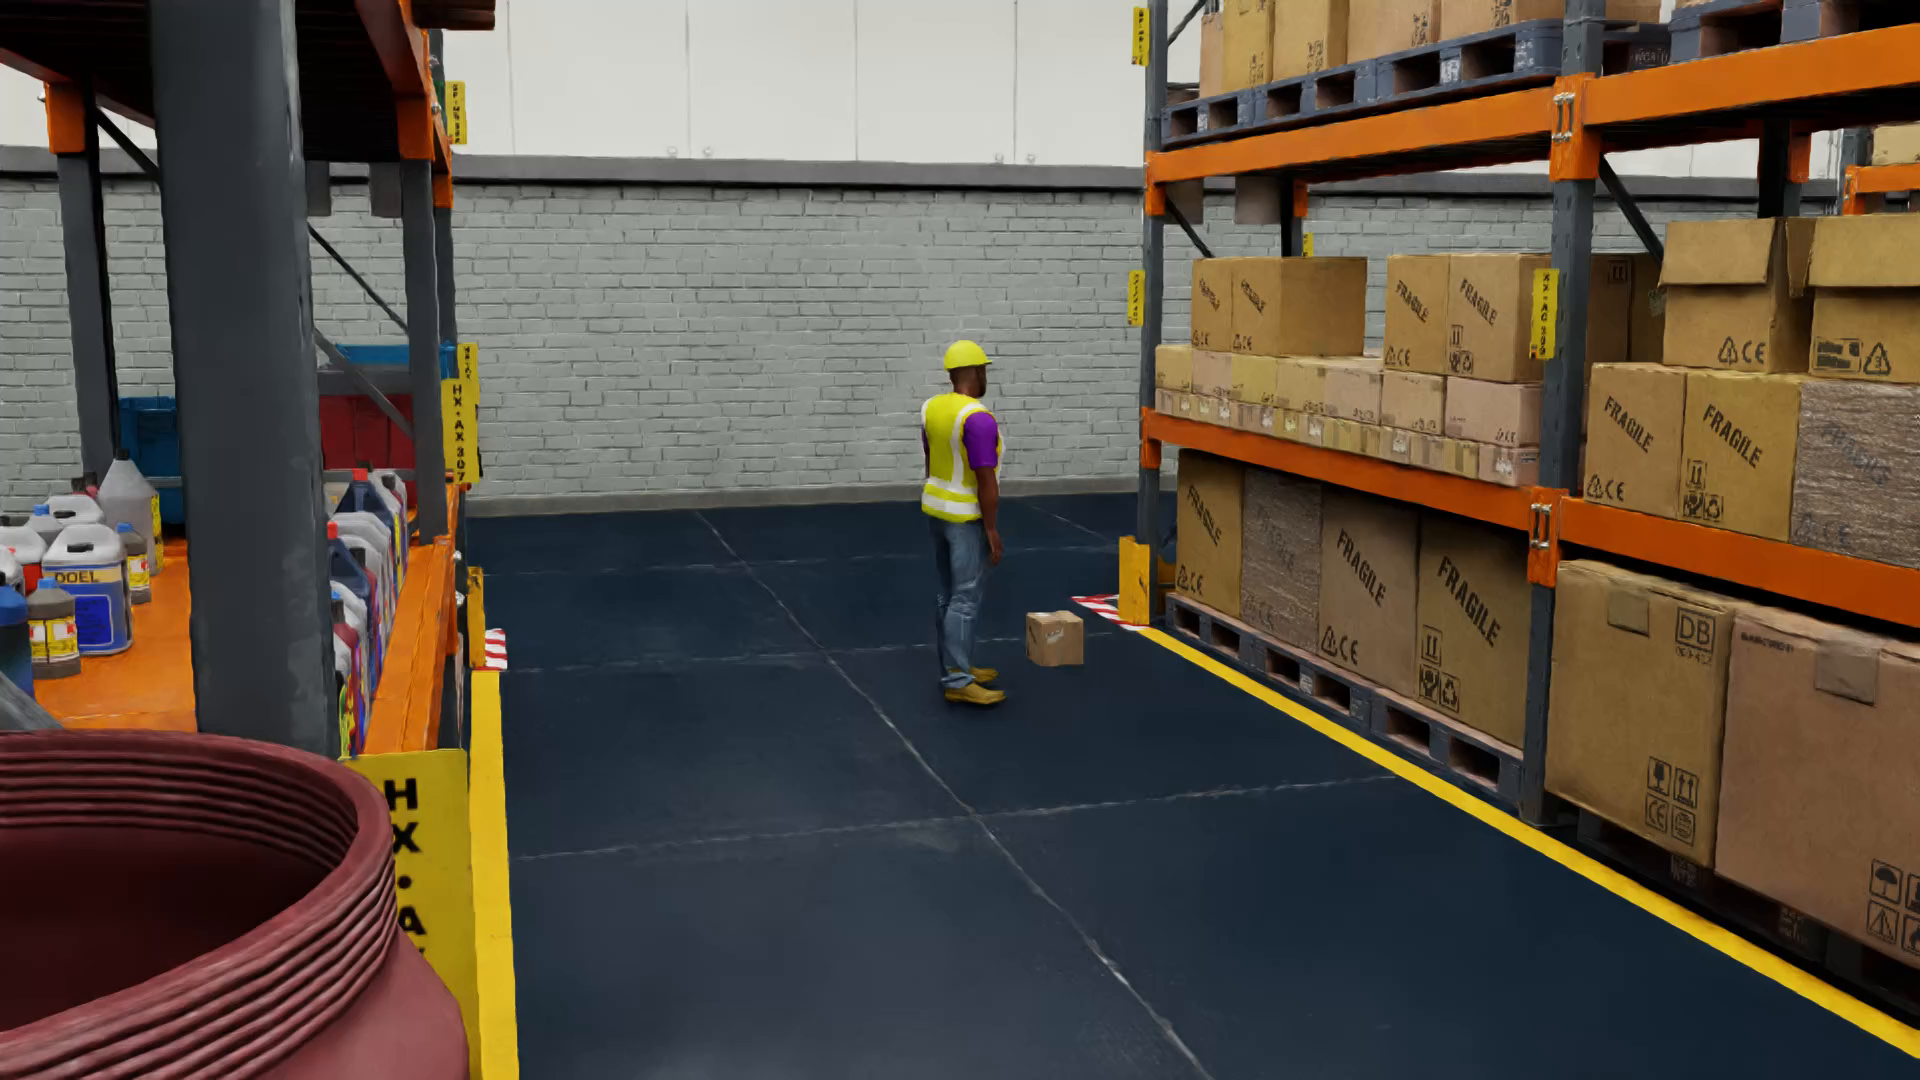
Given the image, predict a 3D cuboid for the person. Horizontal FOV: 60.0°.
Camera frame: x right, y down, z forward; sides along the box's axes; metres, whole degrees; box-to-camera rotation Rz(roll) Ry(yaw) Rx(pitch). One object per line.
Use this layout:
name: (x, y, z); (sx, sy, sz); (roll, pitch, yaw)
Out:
person: (0.041, -0.108, 8.334); (0.445, 1.763, 0.690); (-5, 11, -30)
